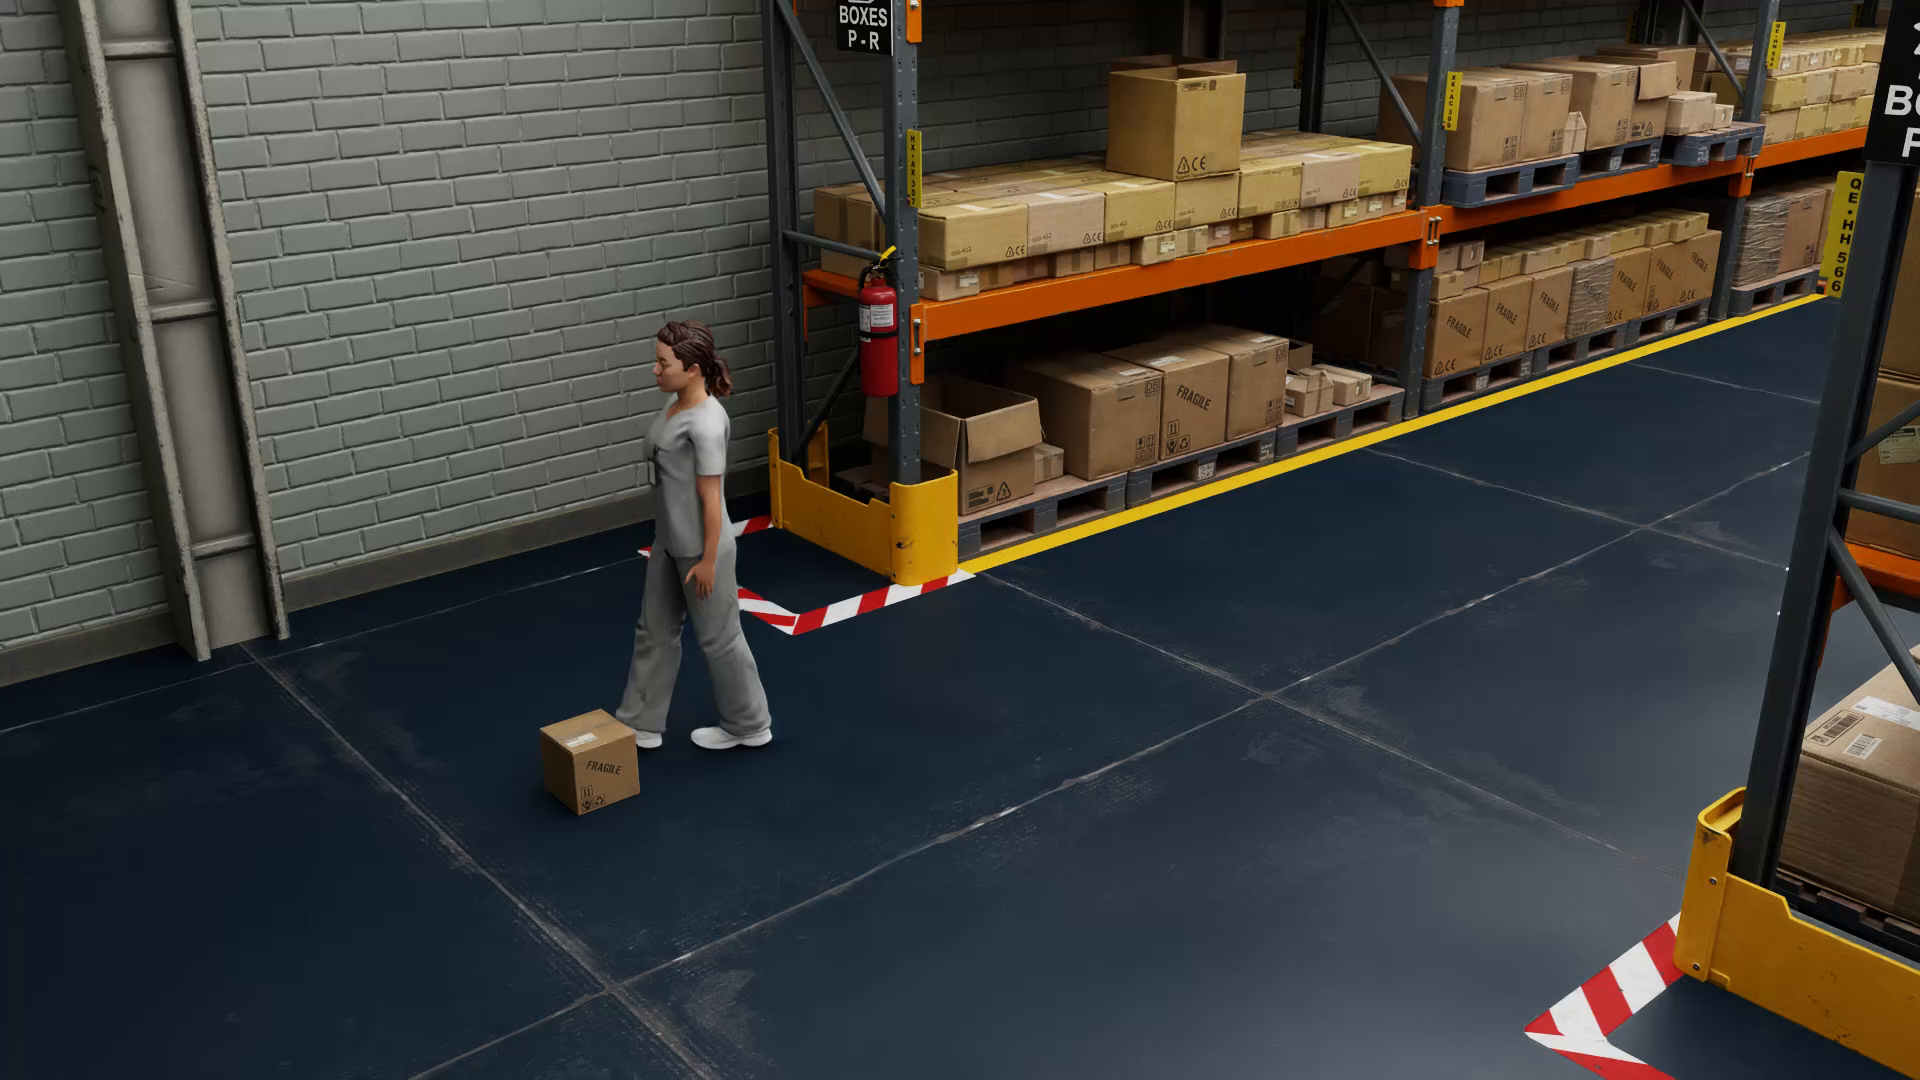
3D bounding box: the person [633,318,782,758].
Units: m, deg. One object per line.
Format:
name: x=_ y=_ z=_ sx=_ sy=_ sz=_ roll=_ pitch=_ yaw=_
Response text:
person: x=-1.015 y=0.028 z=6.007 sx=0.640 sy=1.674 sz=0.452 roll=-12 pitch=24 yaw=-28
